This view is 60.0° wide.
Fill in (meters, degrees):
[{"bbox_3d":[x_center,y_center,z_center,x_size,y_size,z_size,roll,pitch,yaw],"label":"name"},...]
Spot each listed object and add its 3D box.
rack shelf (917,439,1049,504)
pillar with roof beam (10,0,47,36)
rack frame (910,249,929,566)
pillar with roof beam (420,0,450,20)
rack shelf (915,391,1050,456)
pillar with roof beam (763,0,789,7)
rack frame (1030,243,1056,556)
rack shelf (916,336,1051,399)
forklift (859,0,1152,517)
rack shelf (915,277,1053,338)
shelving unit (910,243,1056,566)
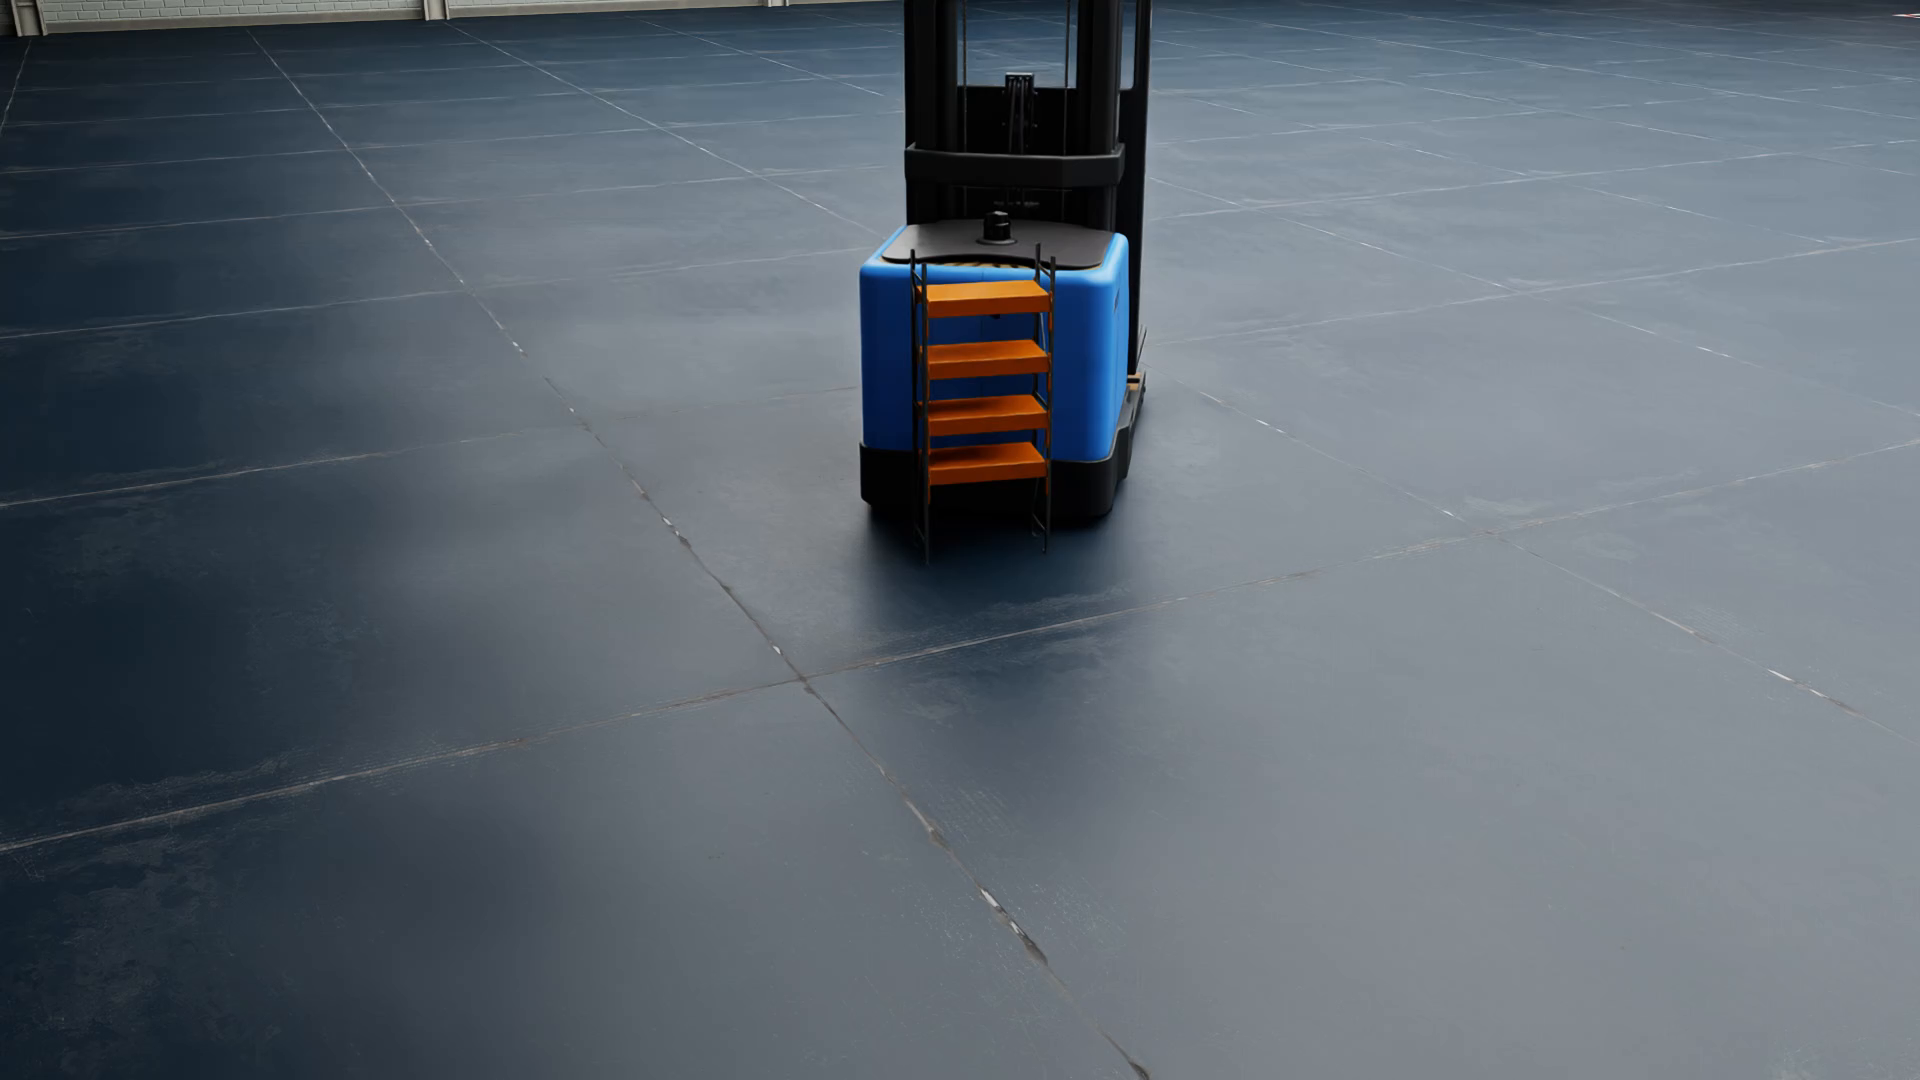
[{"bbox_3d":[0.084,-0.272,6.533,0.480,0.148,0.258,-5,23,-12],"label":"rack shelf"},{"bbox_3d":[-12.289,-10.386,20.074,0.400,9.000,9.100,-10,25,-24],"label":"pillar with roof beam"},{"bbox_3d":[-0.154,-0.497,6.382,0.015,1.200,0.240,-5,23,-12],"label":"rack frame"},{"bbox_3d":[-6.883,-11.381,22.479,0.400,9.000,9.100,-10,25,-24],"label":"pillar with roof beam"},{"bbox_3d":[0.084,-0.455,6.457,0.480,0.148,0.258,-5,23,-12],"label":"rack shelf"},{"bbox_3d":[-1.476,-12.376,24.883,0.400,9.000,9.100,-10,25,-24],"label":"pillar with roof beam"},{"bbox_3d":[0.322,-0.538,6.481,0.015,1.200,0.240,-5,23,-12],"label":"rack frame"},{"bbox_3d":[0.084,-0.662,6.372,0.480,0.148,0.258,-5,23,-12],"label":"rack shelf"},{"bbox_3d":[0.337,-1.978,7.695,1.130,2.935,3.031,4,23,9],"label":"forklift"},{"bbox_3d":[0.084,-0.881,6.281,0.480,0.148,0.258,-5,23,-12],"label":"rack shelf"},{"bbox_3d":[0.084,-0.518,6.431,0.503,1.200,0.258,-5,23,-12],"label":"shelving unit"}]
